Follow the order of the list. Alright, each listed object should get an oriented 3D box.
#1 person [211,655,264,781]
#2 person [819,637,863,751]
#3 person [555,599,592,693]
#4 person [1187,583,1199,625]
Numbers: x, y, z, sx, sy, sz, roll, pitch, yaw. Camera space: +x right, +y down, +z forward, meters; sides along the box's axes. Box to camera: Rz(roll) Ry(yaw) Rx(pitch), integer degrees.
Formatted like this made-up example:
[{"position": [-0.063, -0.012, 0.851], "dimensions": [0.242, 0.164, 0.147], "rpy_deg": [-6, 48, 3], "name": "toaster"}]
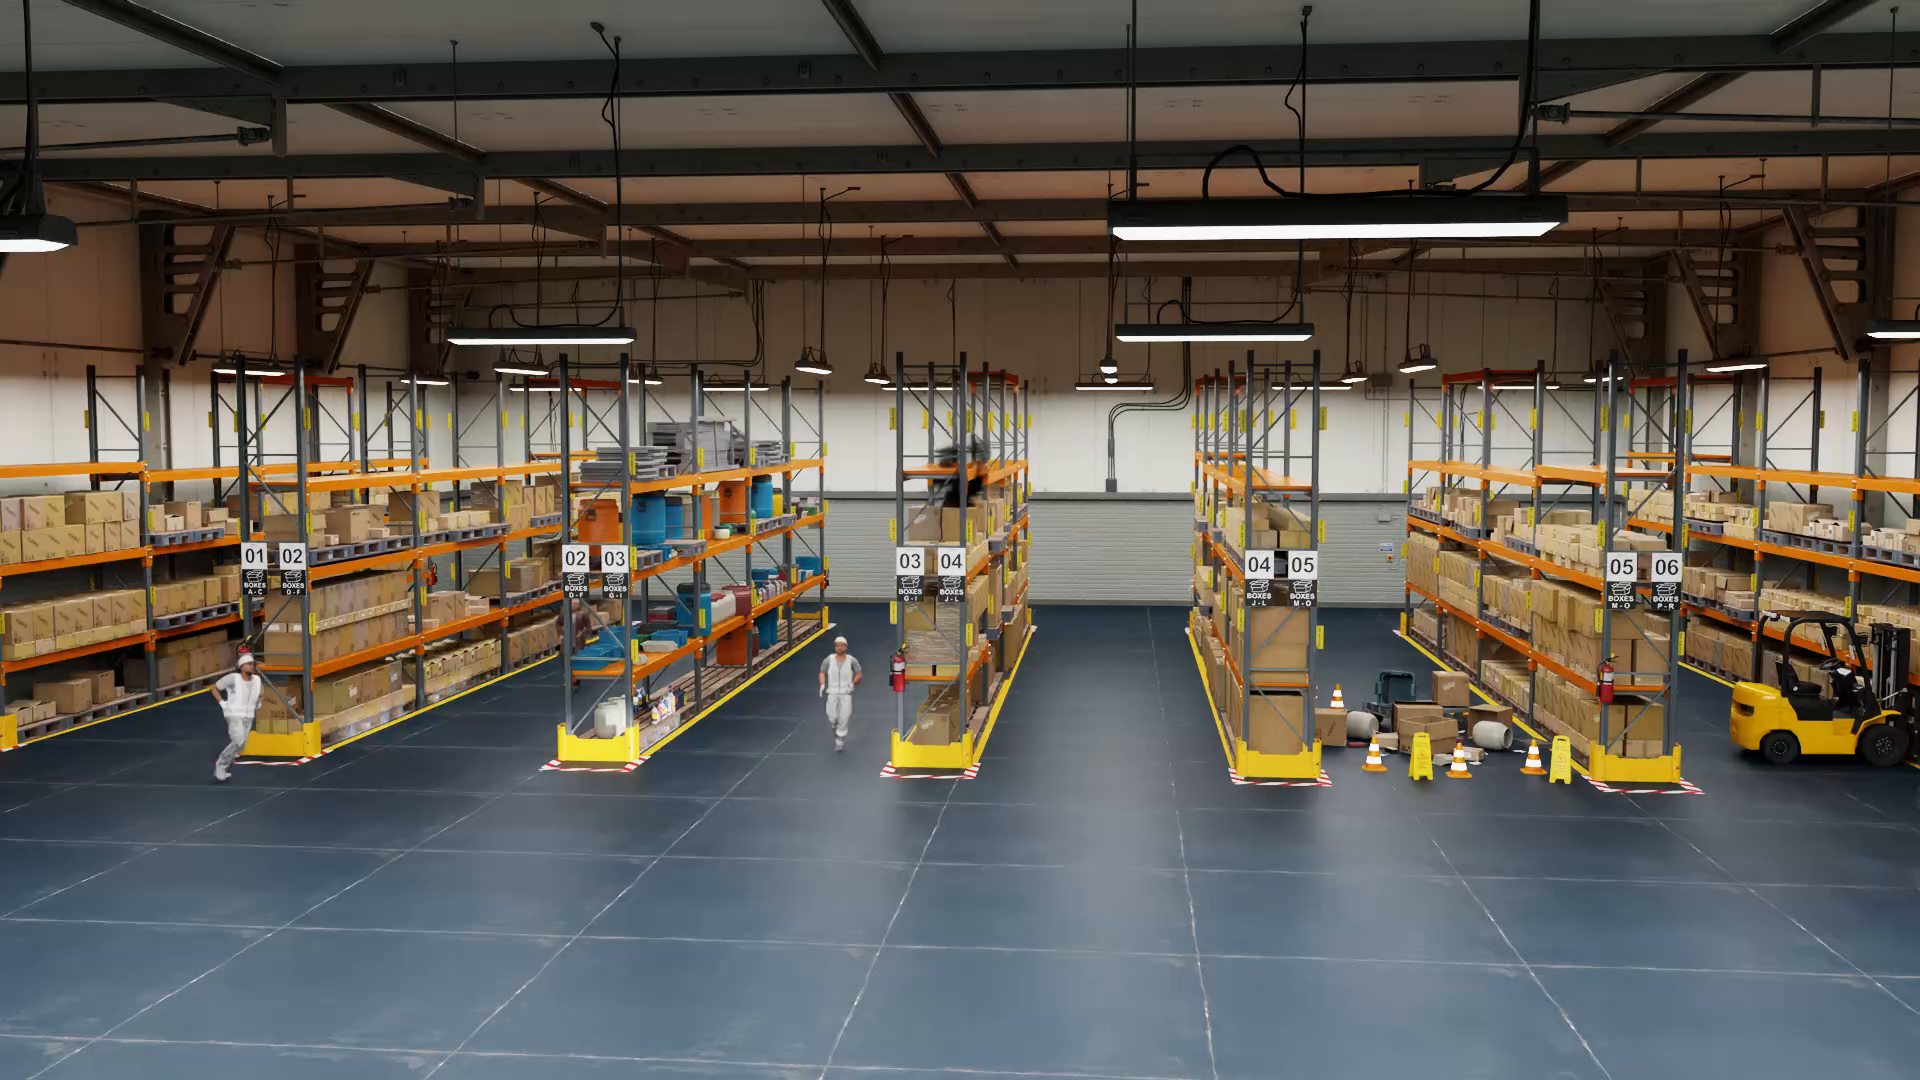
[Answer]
[{"position": [-10.073, 2.475, 23.299], "dimensions": [0.626, 1.719, 0.731], "rpy_deg": [2, 5, 30], "name": "person"}, {"position": [-1.819, 2.335, 25.380], "dimensions": [0.663, 1.728, 0.585], "rpy_deg": [0, 4, -2], "name": "person"}, {"position": [-7.134, 1.994, 30.641], "dimensions": [0.680, 1.690, 0.745], "rpy_deg": [0, 4, -7], "name": "person"}, {"position": [5.924, 1.332, 40.718], "dimensions": [0.687, 1.653, 0.698], "rpy_deg": [0, 4, 4], "name": "person"}]
